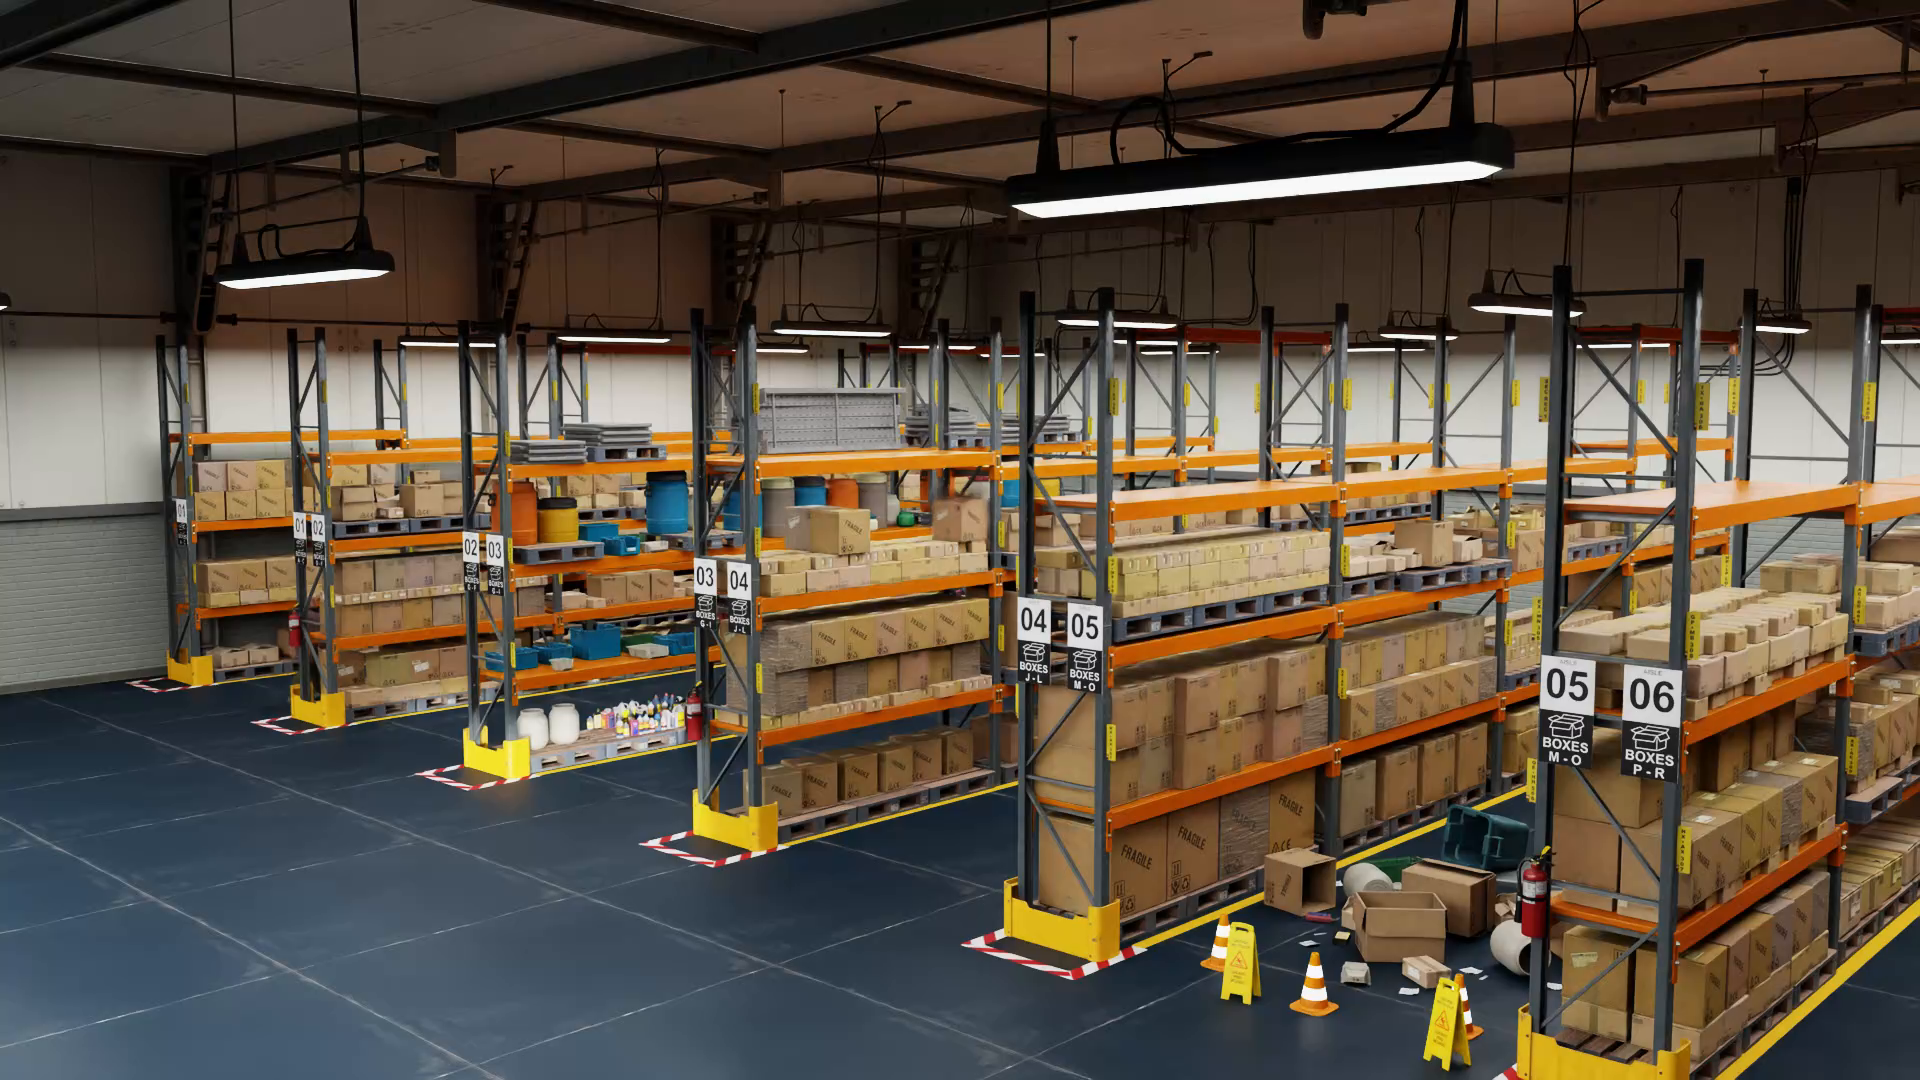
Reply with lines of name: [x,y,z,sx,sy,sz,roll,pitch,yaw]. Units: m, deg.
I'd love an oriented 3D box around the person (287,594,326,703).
person: [-10.523,1.733,27.049,0.606,1.737,0.965,5,7,40]

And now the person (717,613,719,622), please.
person: [-5.154,1.102,34.812,0.399,1.552,0.889,3,6,32]
